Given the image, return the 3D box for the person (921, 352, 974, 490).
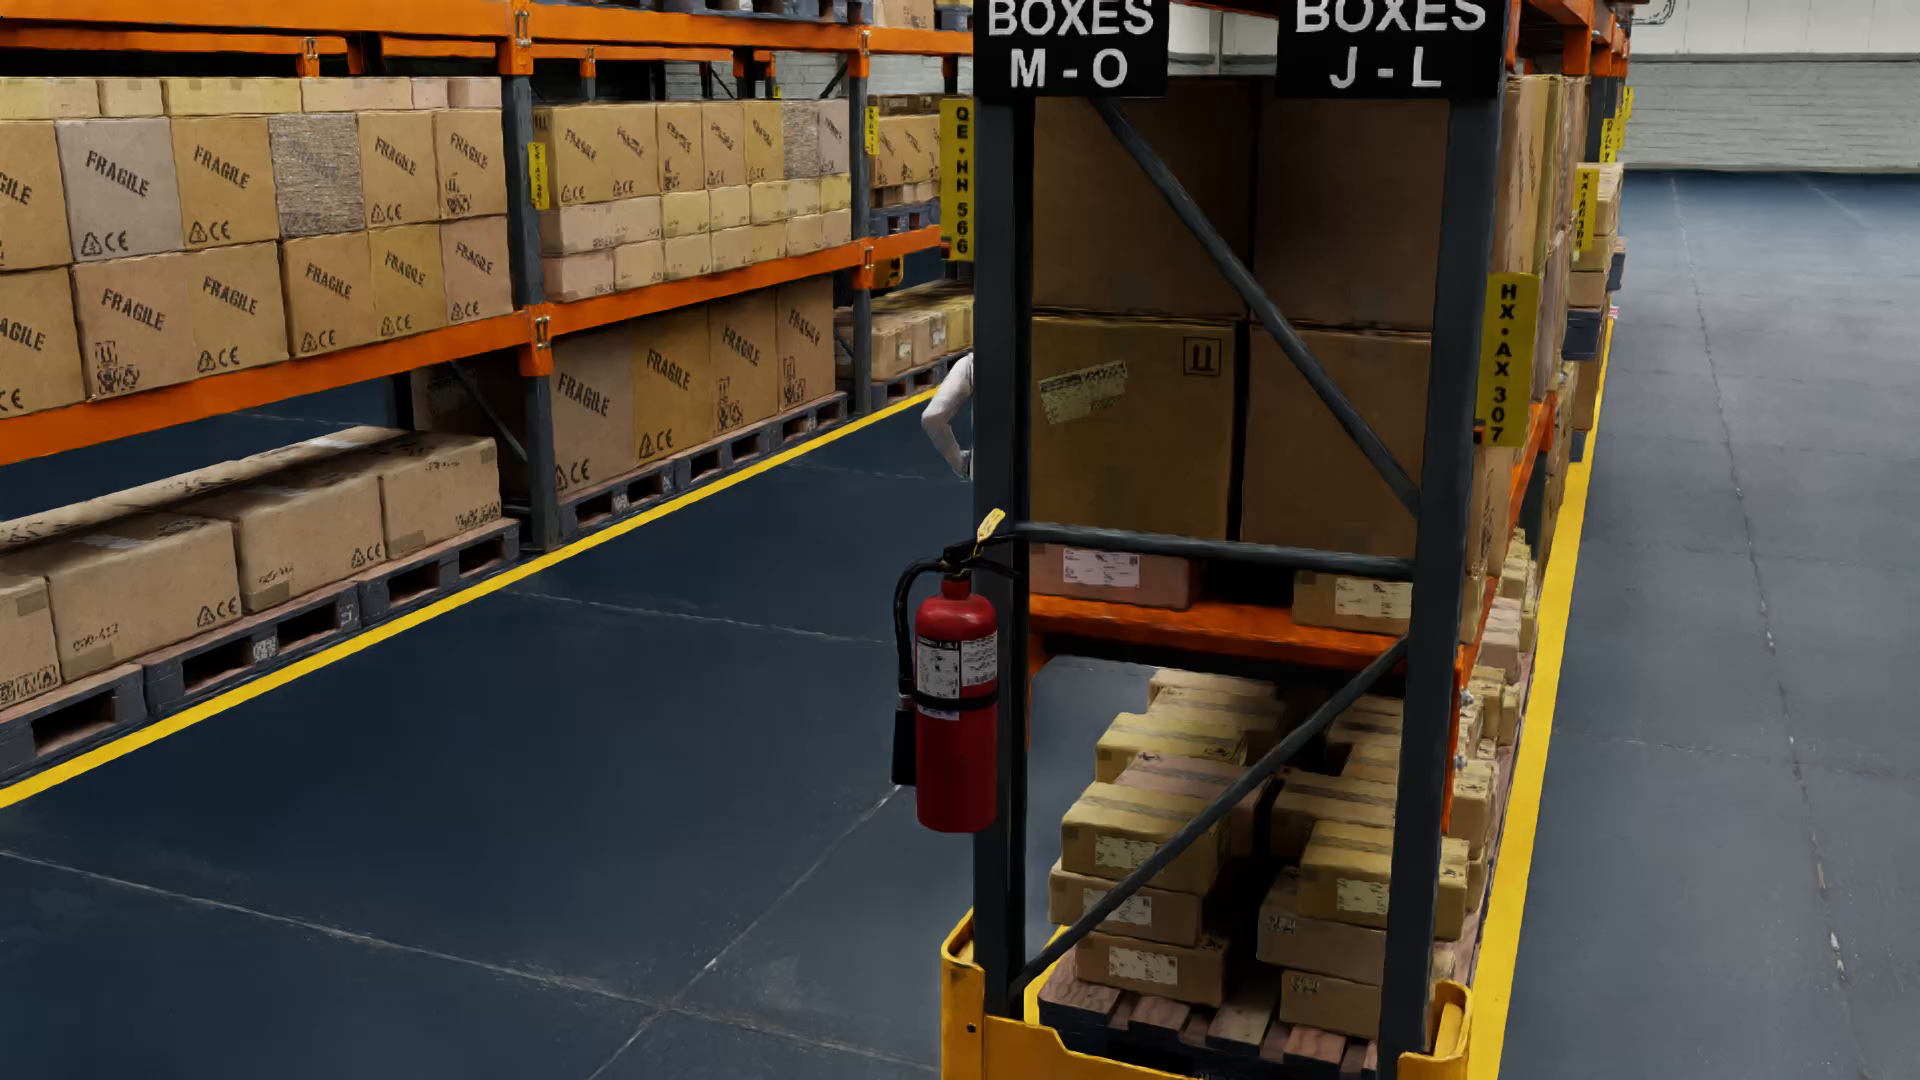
[{"bbox_3d":[0.249,-0.261,6.935,0.574,1.676,0.796,6,17,22],"label":"person"}]
